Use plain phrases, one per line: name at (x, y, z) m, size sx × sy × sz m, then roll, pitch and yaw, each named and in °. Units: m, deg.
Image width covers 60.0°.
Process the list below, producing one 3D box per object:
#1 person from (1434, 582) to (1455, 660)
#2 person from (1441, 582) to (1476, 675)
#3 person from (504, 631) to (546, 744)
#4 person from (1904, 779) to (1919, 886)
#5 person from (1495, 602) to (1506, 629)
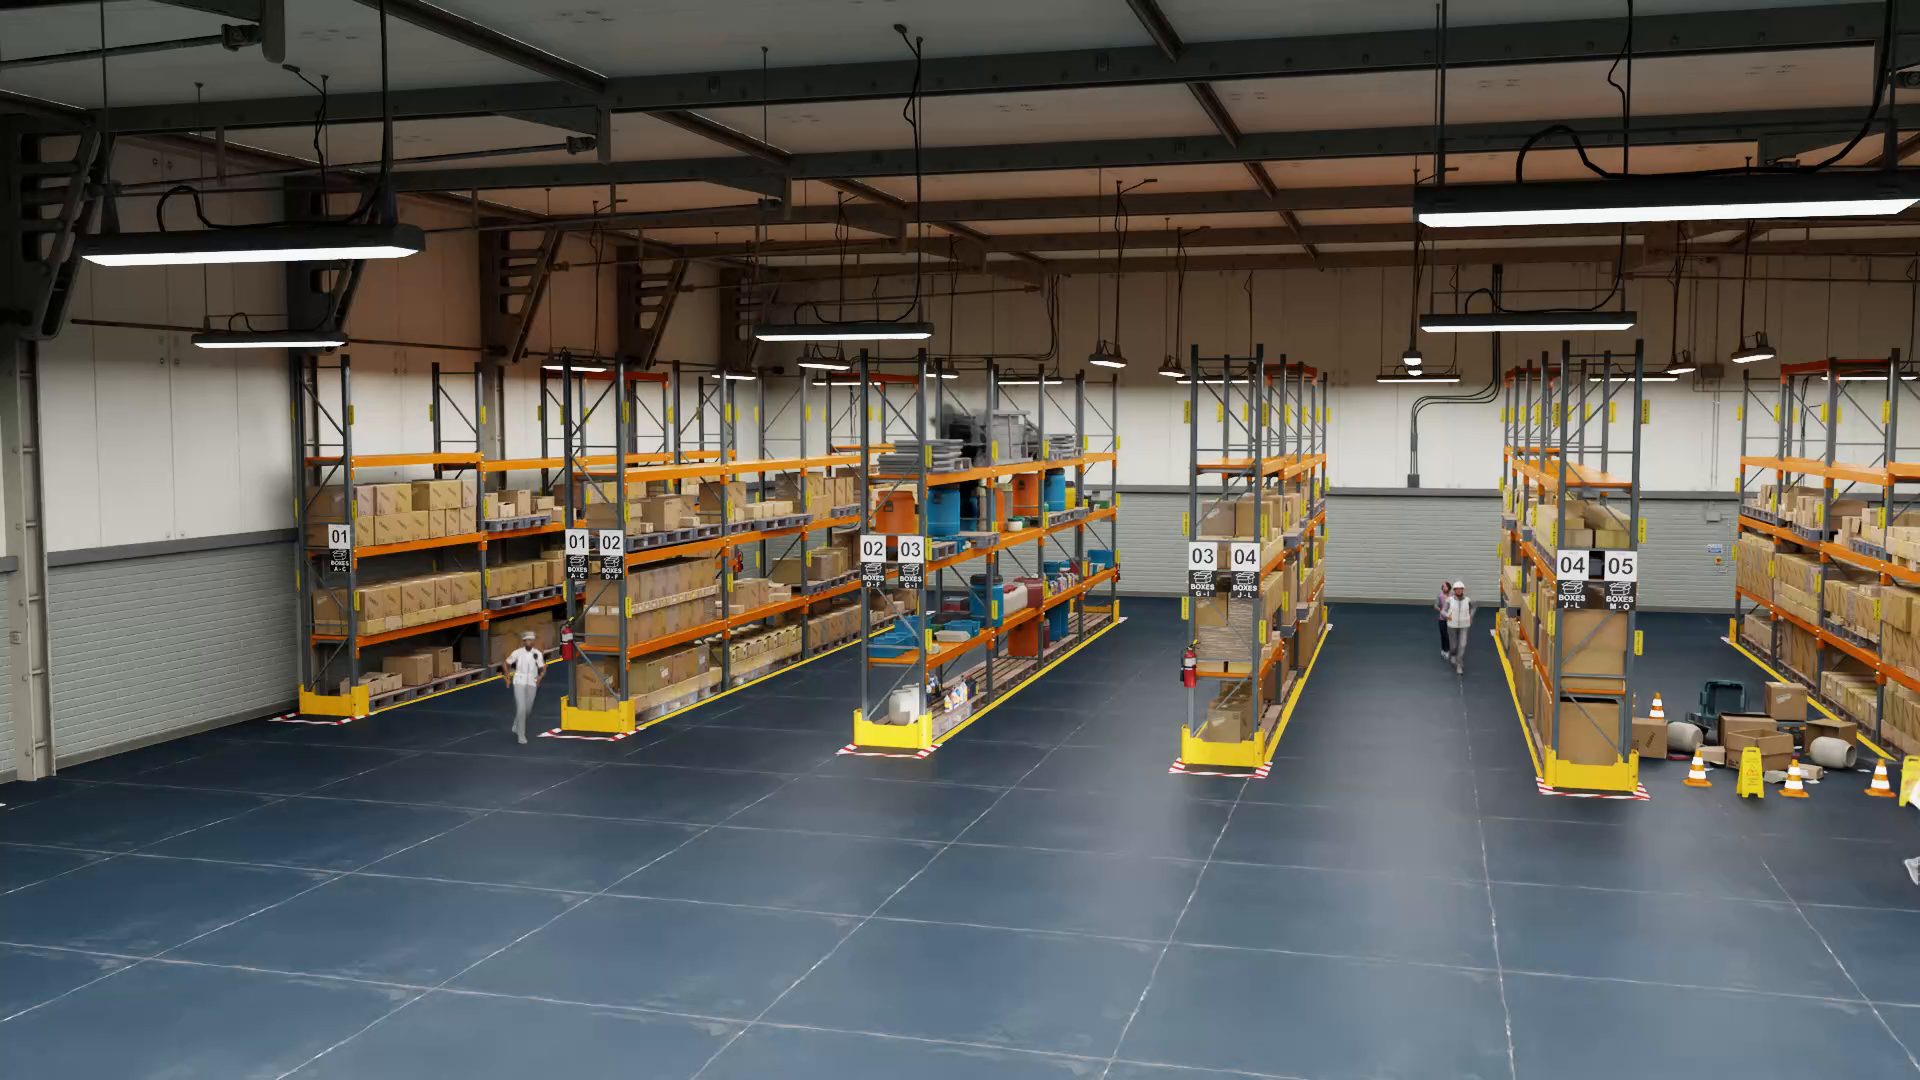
person at (10.027, 1.658, 34.218) m, size 0.546 × 1.609 × 0.690 m, roll 2°, pitch 5°, yaw 22°
person at (9.723, 1.695, 32.429) m, size 0.661 × 1.777 × 0.922 m, roll 1°, pitch 4°, yaw 14°
person at (-6.703, 2.255, 25.703) m, size 0.621 × 1.684 × 0.760 m, roll -2°, pitch 5°, yaw -26°
person at (10.050, 2.892, 17.092) m, size 0.621 × 1.653 × 0.705 m, roll -3°, pitch 5°, yaw -30°
person at (13.016, 1.186, 38.924) m, size 0.935 × 1.799 × 0.694 m, roll 1°, pitch 4°, yaw 14°
